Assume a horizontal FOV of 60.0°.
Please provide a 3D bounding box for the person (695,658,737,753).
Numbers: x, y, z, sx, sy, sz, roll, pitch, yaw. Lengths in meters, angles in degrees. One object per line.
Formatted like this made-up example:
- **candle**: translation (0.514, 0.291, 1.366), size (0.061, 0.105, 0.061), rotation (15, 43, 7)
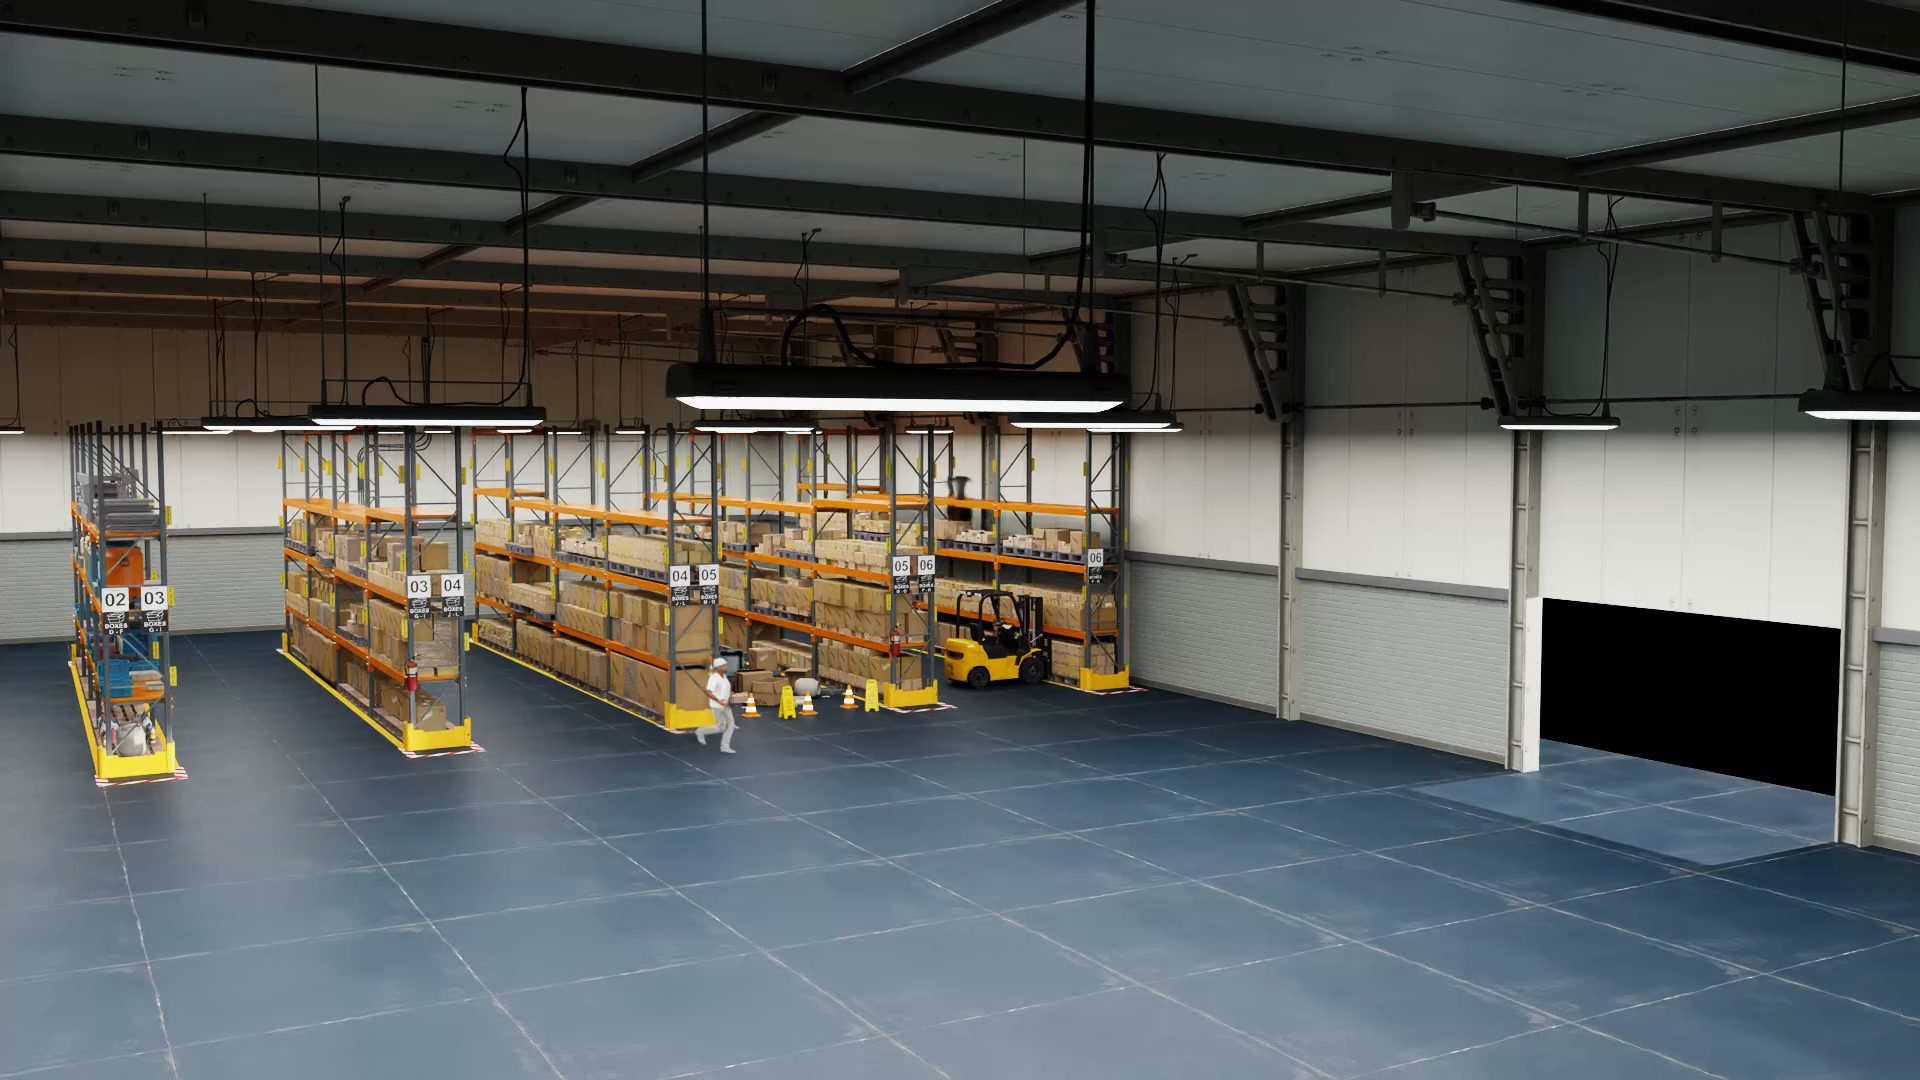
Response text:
- **person**: translation (-4.418, 3.004, 30.202), size (0.786, 1.738, 0.714), rotation (1, 4, 14)
